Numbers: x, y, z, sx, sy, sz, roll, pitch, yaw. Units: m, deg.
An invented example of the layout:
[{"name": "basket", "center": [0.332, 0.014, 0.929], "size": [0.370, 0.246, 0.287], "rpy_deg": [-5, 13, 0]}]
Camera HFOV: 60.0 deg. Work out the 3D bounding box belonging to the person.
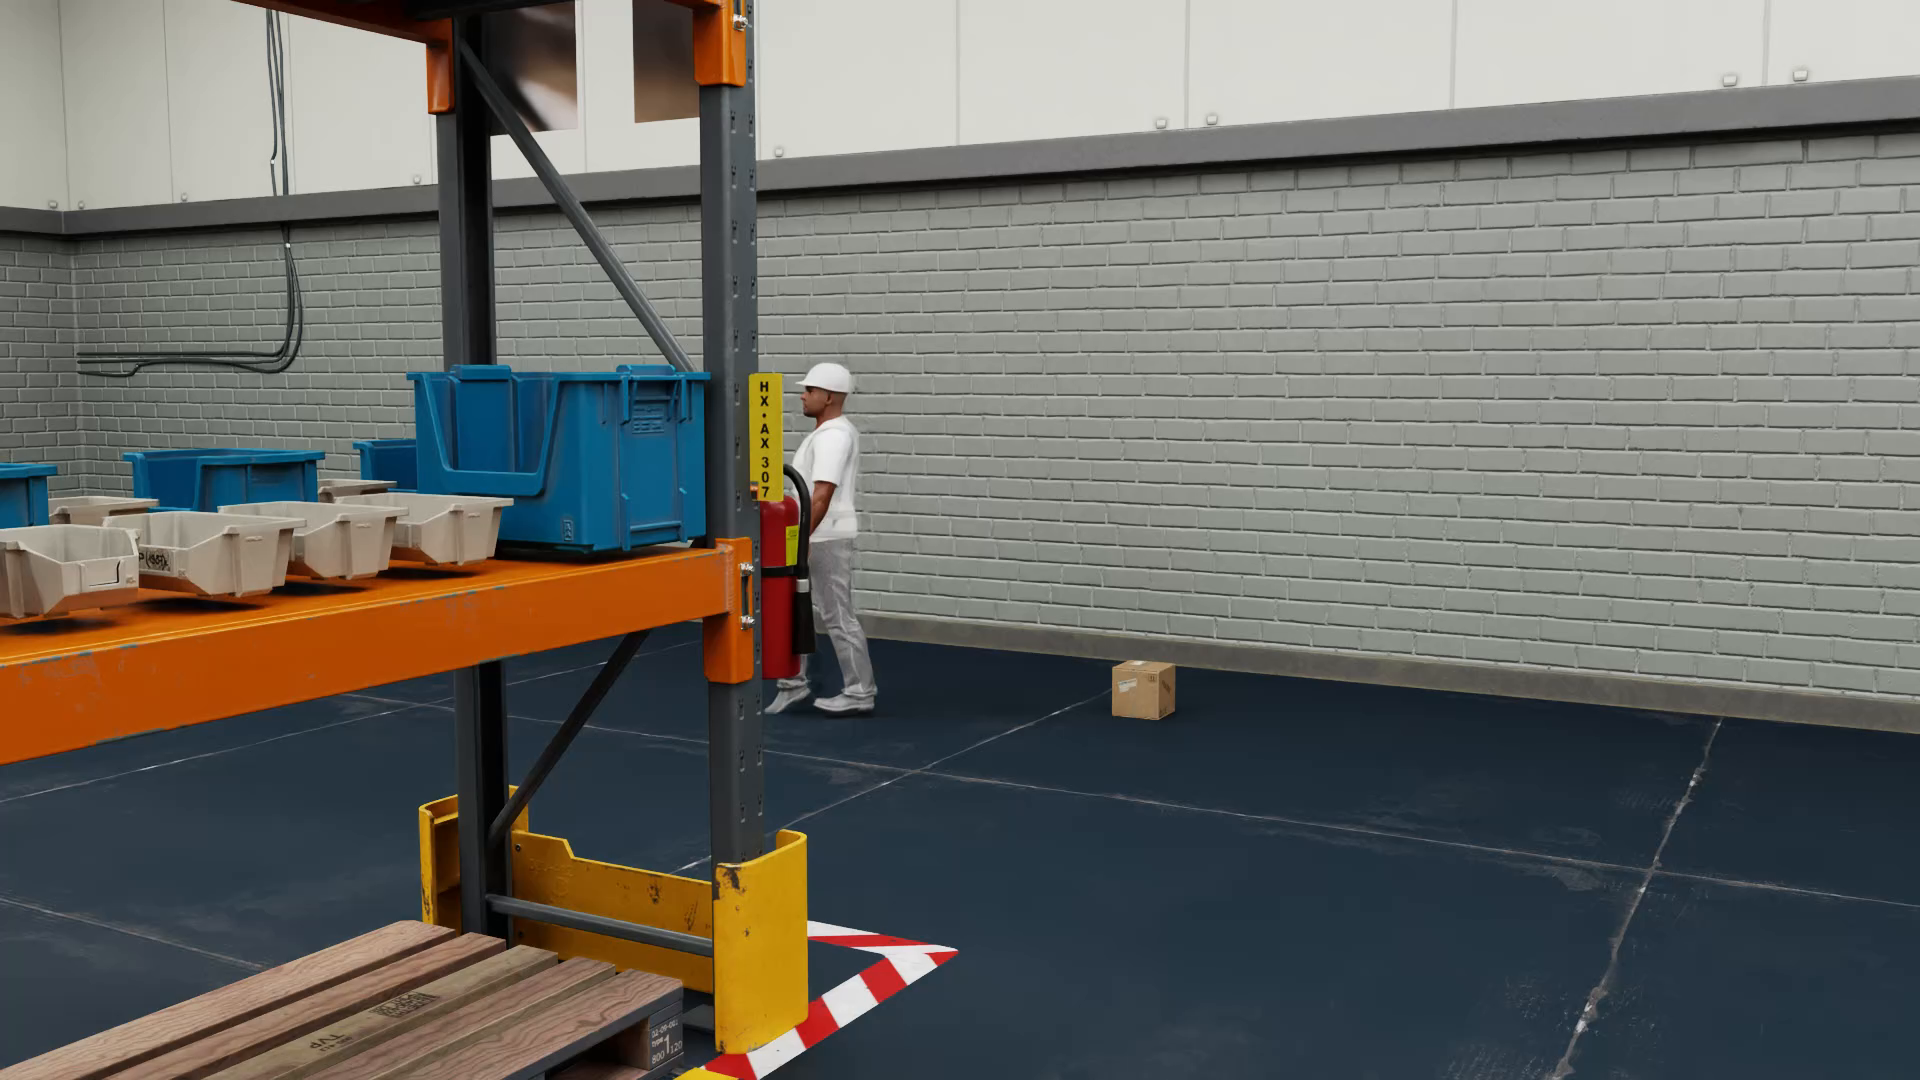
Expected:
[{"name": "person", "center": [-0.717, 0.028, 8.354], "size": [0.595, 1.825, 0.623], "rpy_deg": [-1, 6, -6]}]
